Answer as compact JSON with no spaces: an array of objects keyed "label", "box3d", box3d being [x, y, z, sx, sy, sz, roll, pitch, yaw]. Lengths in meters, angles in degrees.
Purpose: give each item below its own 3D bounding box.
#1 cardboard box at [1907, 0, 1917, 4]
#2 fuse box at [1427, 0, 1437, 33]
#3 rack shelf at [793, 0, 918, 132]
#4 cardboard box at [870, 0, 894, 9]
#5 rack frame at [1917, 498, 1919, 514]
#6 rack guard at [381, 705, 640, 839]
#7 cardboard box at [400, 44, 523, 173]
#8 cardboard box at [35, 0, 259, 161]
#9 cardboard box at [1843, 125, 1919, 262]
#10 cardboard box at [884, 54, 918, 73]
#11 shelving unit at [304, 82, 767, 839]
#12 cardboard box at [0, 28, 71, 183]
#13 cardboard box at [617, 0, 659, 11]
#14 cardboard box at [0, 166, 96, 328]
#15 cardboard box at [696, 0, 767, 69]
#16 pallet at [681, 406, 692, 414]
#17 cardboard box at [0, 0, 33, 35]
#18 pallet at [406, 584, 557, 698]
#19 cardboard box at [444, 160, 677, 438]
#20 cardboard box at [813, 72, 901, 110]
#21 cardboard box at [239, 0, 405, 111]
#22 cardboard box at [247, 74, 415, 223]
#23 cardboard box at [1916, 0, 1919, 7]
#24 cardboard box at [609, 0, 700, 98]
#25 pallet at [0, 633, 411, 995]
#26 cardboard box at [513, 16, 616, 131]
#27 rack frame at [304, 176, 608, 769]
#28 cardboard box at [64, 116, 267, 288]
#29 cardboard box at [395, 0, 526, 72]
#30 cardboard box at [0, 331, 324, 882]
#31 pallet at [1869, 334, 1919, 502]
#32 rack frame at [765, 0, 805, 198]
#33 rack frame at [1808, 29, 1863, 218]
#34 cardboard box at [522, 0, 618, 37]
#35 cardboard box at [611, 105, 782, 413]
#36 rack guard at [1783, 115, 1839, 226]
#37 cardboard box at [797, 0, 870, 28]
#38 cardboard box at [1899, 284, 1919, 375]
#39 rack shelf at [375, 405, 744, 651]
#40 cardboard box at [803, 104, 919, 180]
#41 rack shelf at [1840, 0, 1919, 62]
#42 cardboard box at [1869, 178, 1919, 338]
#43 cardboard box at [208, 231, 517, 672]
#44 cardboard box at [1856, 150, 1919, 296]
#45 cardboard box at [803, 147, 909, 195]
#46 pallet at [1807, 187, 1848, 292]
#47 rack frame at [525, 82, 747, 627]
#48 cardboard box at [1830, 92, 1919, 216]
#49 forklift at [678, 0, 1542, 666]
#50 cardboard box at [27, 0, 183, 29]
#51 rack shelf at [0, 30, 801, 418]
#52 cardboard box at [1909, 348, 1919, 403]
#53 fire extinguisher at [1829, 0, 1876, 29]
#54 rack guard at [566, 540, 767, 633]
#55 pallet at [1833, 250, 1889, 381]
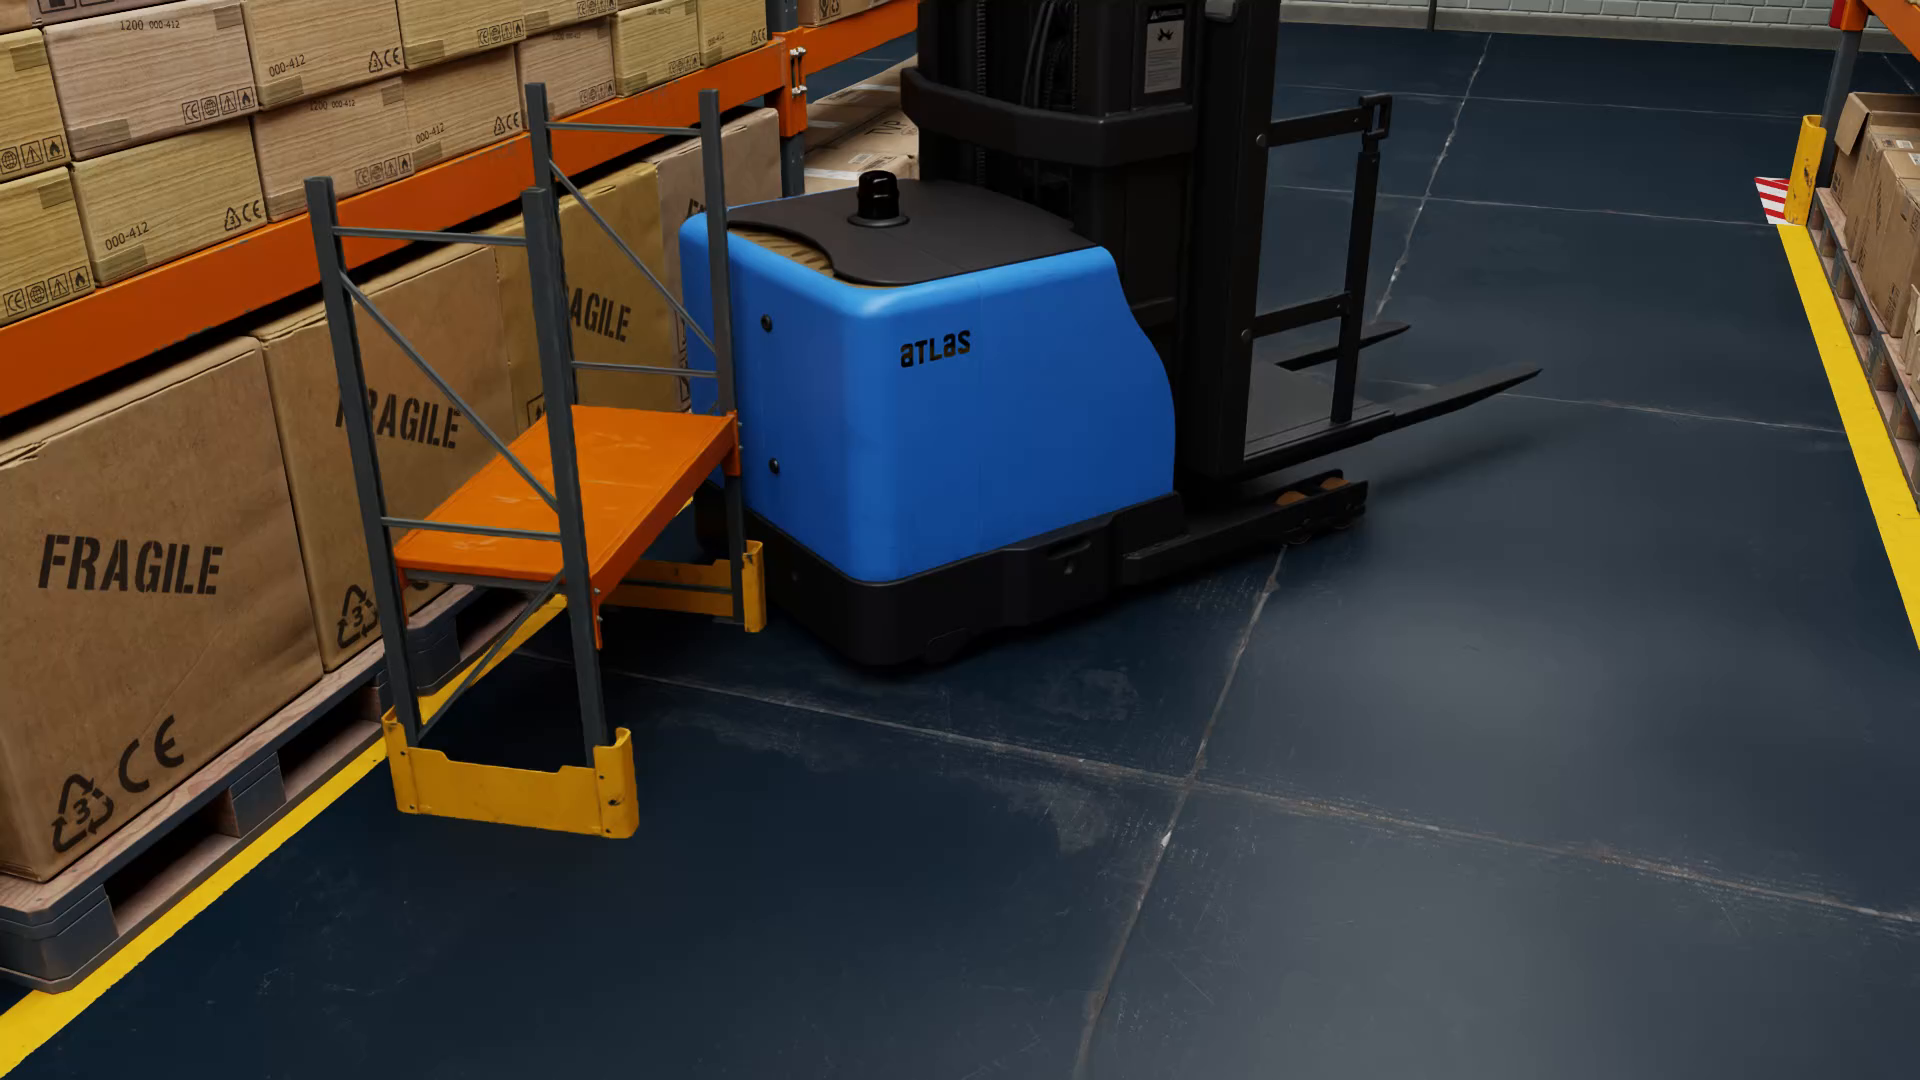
[{"label":"cardboard box","box3d":[4.088,-2.274,6.793,0.380,0.149,0.250,8,27,16]},{"label":"fuse box","box3d":[4.036,-5.099,13.818,0.539,1.711,0.414,9,27,17]},{"label":"rack shelf","box3d":[-0.416,-2.577,7.957,1.077,0.370,4.000,9,27,17]},{"label":"cardboard box","box3d":[-0.507,-2.485,6.826,0.500,0.500,0.500,9,27,18]},{"label":"rack frame","box3d":[3.600,-1.361,4.619,1.000,3.000,0.127,9,27,17]},{"label":"rack guard","box3d":[-1.040,0.535,3.857,0.587,0.250,0.087,5,26,10]},{"label":"cardboard box","box3d":[-1.517,-1.164,4.385,0.500,0.250,0.500,9,27,17]},{"label":"cardboard box","box3d":[-1.838,-0.978,3.426,0.500,0.250,0.500,9,27,19]},{"label":"cardboard box","box3d":[4.317,-1.485,7.263,0.700,0.500,0.500,10,28,20]},{"label":"cardboard box","box3d":[0.124,-2.473,9.374,0.875,0.438,0.875,8,27,16]},{"label":"shelving unit","box3d":[-0.942,-0.240,4.024,0.587,1.500,1.083,5,26,10]},{"label":"cardboard box","box3d":[-2.011,-0.765,2.987,0.500,0.250,0.500,9,27,17]},{"label":"cardboard box","box3d":[-1.158,-1.814,5.153,0.500,0.250,0.500,9,27,19]},{"label":"cardboard box","box3d":[-2.013,-0.533,3.080,0.500,0.250,0.500,8,27,17]},{"label":"cardboard box","box3d":[-0.993,-1.791,5.679,0.500,0.250,0.500,8,27,16]},{"label":"pallet","box3d":[-1.267,-0.496,6.033,1.003,0.211,1.213,9,27,17]},{"label":"cardboard box","box3d":[-2.018,-1.098,2.813,0.500,0.500,0.500,8,27,16]},{"label":"pallet","box3d":[-1.672,0.007,4.994,1.003,0.211,1.213,9,27,17]},{"label":"cardboard box","box3d":[-1.506,-0.673,5.155,0.875,0.875,0.875,10,27,19]},{"label":"cardboard box","box3d":[-0.172,-2.096,8.595,0.875,0.438,0.875,9,27,19]},{"label":"cardboard box","box3d":[-1.661,-1.181,3.845,0.500,0.250,0.500,9,27,17]},{"label":"cardboard box","box3d":[-1.678,-0.961,3.965,0.500,0.250,0.500,10,27,19]},{"label":"cardboard box","box3d":[4.019,-2.163,6.564,0.380,0.149,0.250,9,27,19]},{"label":"cardboard box","box3d":[-1.164,-1.582,5.247,0.500,0.250,0.500,8,27,17]},{"label":"pallet","box3d":[-2.079,0.507,3.962,1.003,0.211,1.213,9,27,17]},{"label":"cardboard box","box3d":[-1.350,-1.377,4.824,0.500,0.250,0.500,8,27,16]},{"label":"rack frame","box3d":[-1.044,-0.019,3.568,0.500,1.500,0.032,5,26,10]},{"label":"cardboard box","box3d":[-1.858,-0.746,3.521,0.500,0.250,0.500,8,27,16]},{"label":"cardboard box","box3d":[-1.479,-1.387,4.271,0.500,0.250,0.500,9,27,18]},{"label":"cardboard box","box3d":[-2.104,0.060,3.640,0.875,0.875,0.875,8,27,17]},{"label":"pallet","box3d":[3.830,-0.388,5.809,1.003,0.211,1.213,9,27,17]},{"label":"rack frame","box3d":[-1.082,-2.079,6.102,1.000,3.000,0.127,9,27,17]},{"label":"rack frame","box3d":[4.932,-3.005,8.014,1.000,3.000,0.127,9,27,17]},{"label":"cardboard box","box3d":[-1.325,-1.600,4.711,0.500,0.250,0.500,9,27,19]},{"label":"cardboard box","box3d":[-1.212,-1.046,5.924,0.875,0.875,0.875,10,27,19]},{"label":"rack guard","box3d":[4.906,-1.849,8.494,1.175,0.500,0.348,9,27,17]},{"label":"cardboard box","box3d":[-0.678,-2.279,6.401,0.500,0.500,0.500,10,27,19]},{"label":"cardboard box","box3d":[3.628,-0.738,5.987,0.396,0.266,0.258,10,27,19]},{"label":"rack shelf","box3d":[-0.944,-0.074,4.095,0.538,0.185,1.000,5,26,10]},{"label":"cardboard box","box3d":[-0.474,-1.726,7.830,0.875,0.438,0.875,8,27,16]},{"label":"rack shelf","box3d":[4.266,-1.859,6.473,1.077,0.370,4.000,9,27,17]},{"label":"cardboard box","box3d":[3.972,-1.059,6.381,0.700,0.500,0.500,8,27,15]},{"label":"cardboard box","box3d":[-1.804,-0.306,4.396,0.875,0.875,0.875,9,27,18]},{"label":"cardboard box","box3d":[4.047,-1.283,6.844,0.500,0.500,0.500,9,27,18]},{"label":"cardboard box","box3d":[-0.771,-1.358,7.070,0.875,0.438,0.875,8,27,17]},{"label":"pallet","box3d":[4.642,-1.391,7.880,1.003,0.211,1.213,9,27,17]},{"label":"rack frame","box3d":[-0.844,-0.453,4.465,0.500,1.500,0.032,5,26,10]},{"label":"cardboard box","box3d":[4.639,-1.833,7.976,0.797,0.503,0.637,8,27,15]},{"label":"forklift","box3d":[0.686,-1.473,4.930,3.031,2.935,1.130,-17,31,-32]},{"label":"cardboard box","box3d":[-1.862,-1.303,3.237,0.500,0.500,0.500,9,27,18]},{"label":"rack shelf","box3d":[-1.747,-0.934,4.562,1.077,0.370,4.000,9,27,17]},{"label":"cardboard box","box3d":[3.509,-0.538,5.709,0.380,0.149,0.250,8,27,16]},{"label":"fire extinguisher","box3d":[4.545,-2.930,8.375,0.296,0.674,0.183,9,27,17]},{"label":"rack guard","box3d":[-0.844,0.110,4.736,0.587,0.250,0.087,5,26,10]},{"label":"pallet","box3d":[4.234,-0.891,6.848,1.003,0.211,1.213,9,27,17]}]
